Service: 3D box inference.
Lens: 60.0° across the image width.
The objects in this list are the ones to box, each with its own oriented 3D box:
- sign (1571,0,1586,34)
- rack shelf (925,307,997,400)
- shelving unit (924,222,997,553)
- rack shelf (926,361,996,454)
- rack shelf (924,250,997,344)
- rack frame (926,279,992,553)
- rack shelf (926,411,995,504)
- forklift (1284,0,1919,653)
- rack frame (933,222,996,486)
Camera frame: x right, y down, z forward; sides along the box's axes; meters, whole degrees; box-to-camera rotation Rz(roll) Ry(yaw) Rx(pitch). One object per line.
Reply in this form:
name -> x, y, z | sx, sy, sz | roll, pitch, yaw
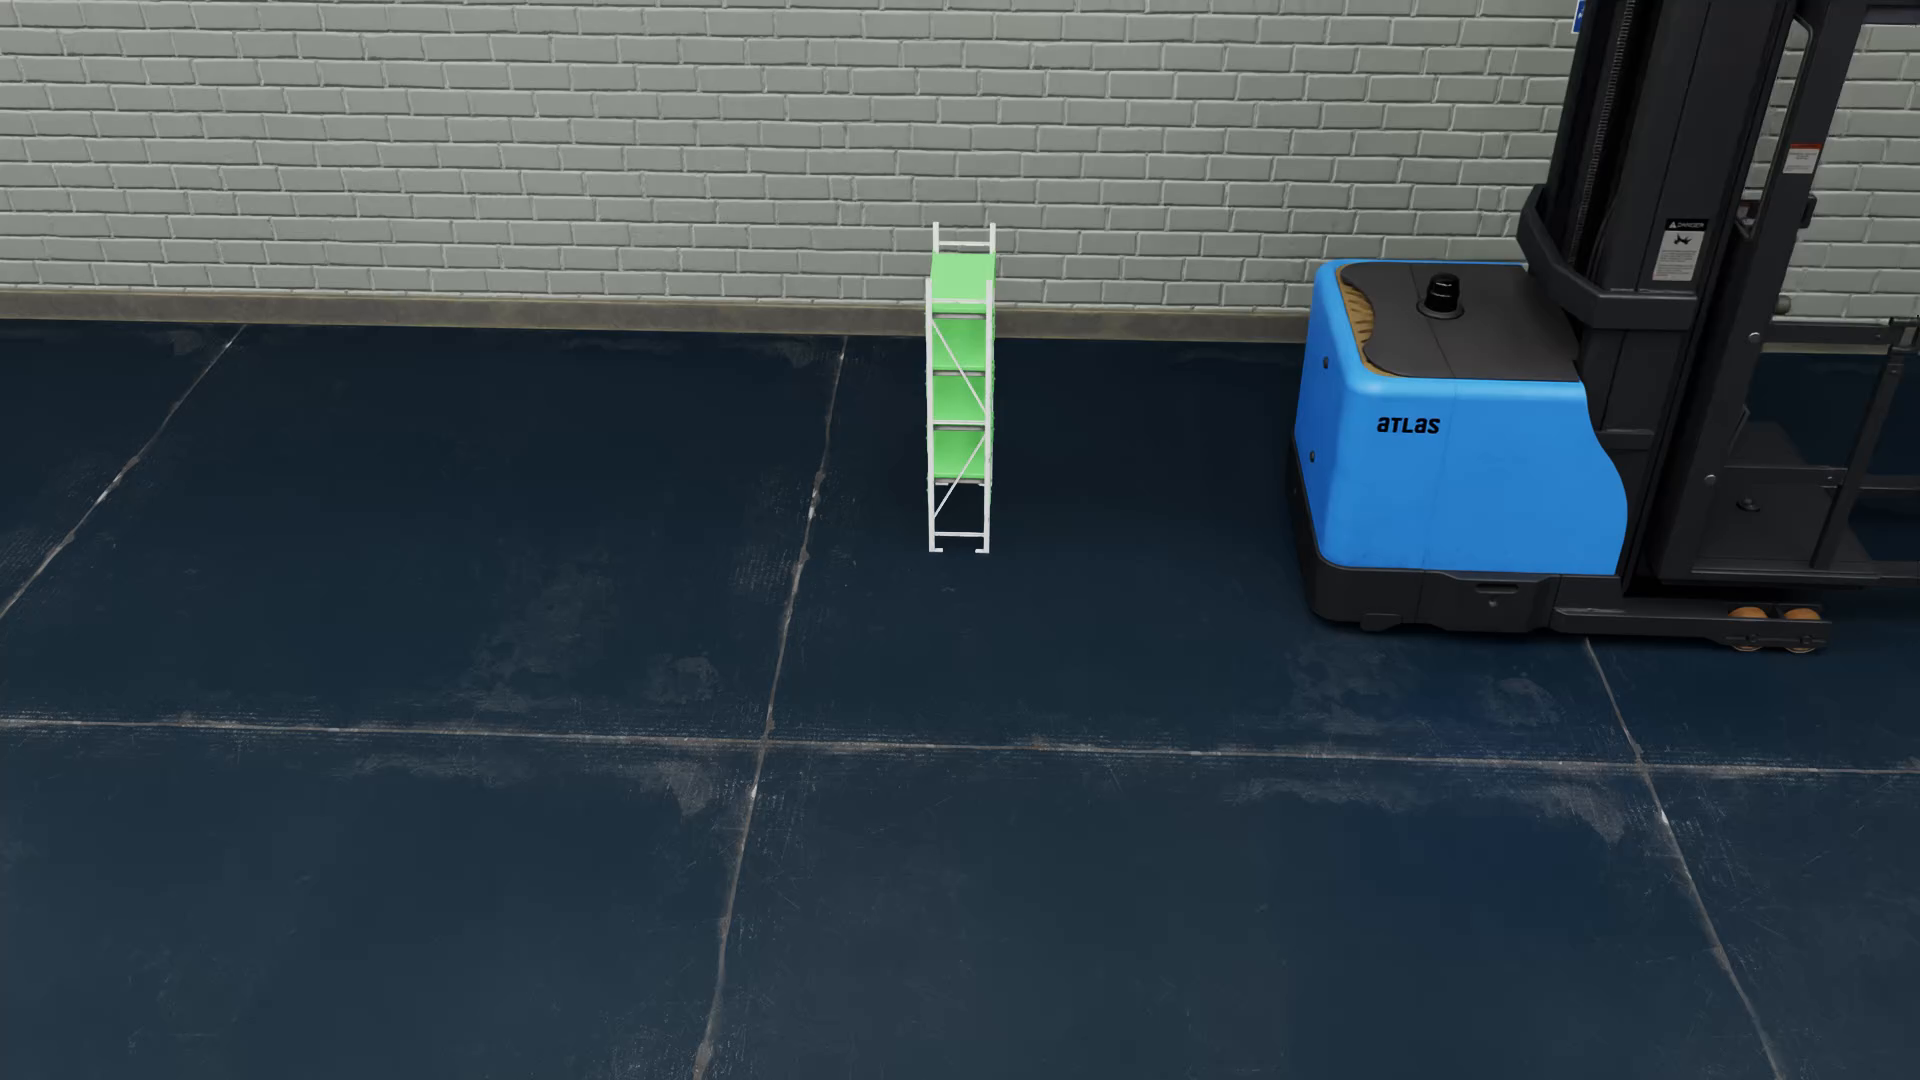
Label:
sign -> 2.818, -2.286, 7.159 | 0.327, 0.218, 0.001 | 1, 35, 2
rack shelf -> 0.007, -0.730, 6.439 | 0.258, 0.148, 0.480 | 1, 35, 2
shelving unit -> 0.007, -0.586, 6.540 | 0.258, 1.200, 0.503 | 1, 35, 2
rack shelf -> 0.007, -0.534, 6.577 | 0.258, 0.148, 0.480 | 1, 35, 2
rack shelf -> 0.007, -0.926, 6.301 | 0.258, 0.148, 0.480 | 1, 35, 2
rack frame -> -0.003, -0.446, 6.341 | 0.240, 1.200, 0.015 | 1, 35, 2
rack shelf -> 0.007, -0.337, 6.715 | 0.258, 0.148, 0.480 | 1, 35, 2
forklift -> 2.851, -1.097, 5.761 | 3.031, 2.935, 1.130 | 2, 35, 2
rack frame -> 0.016, -0.726, 6.740 | 0.240, 1.200, 0.015 | 1, 35, 2
